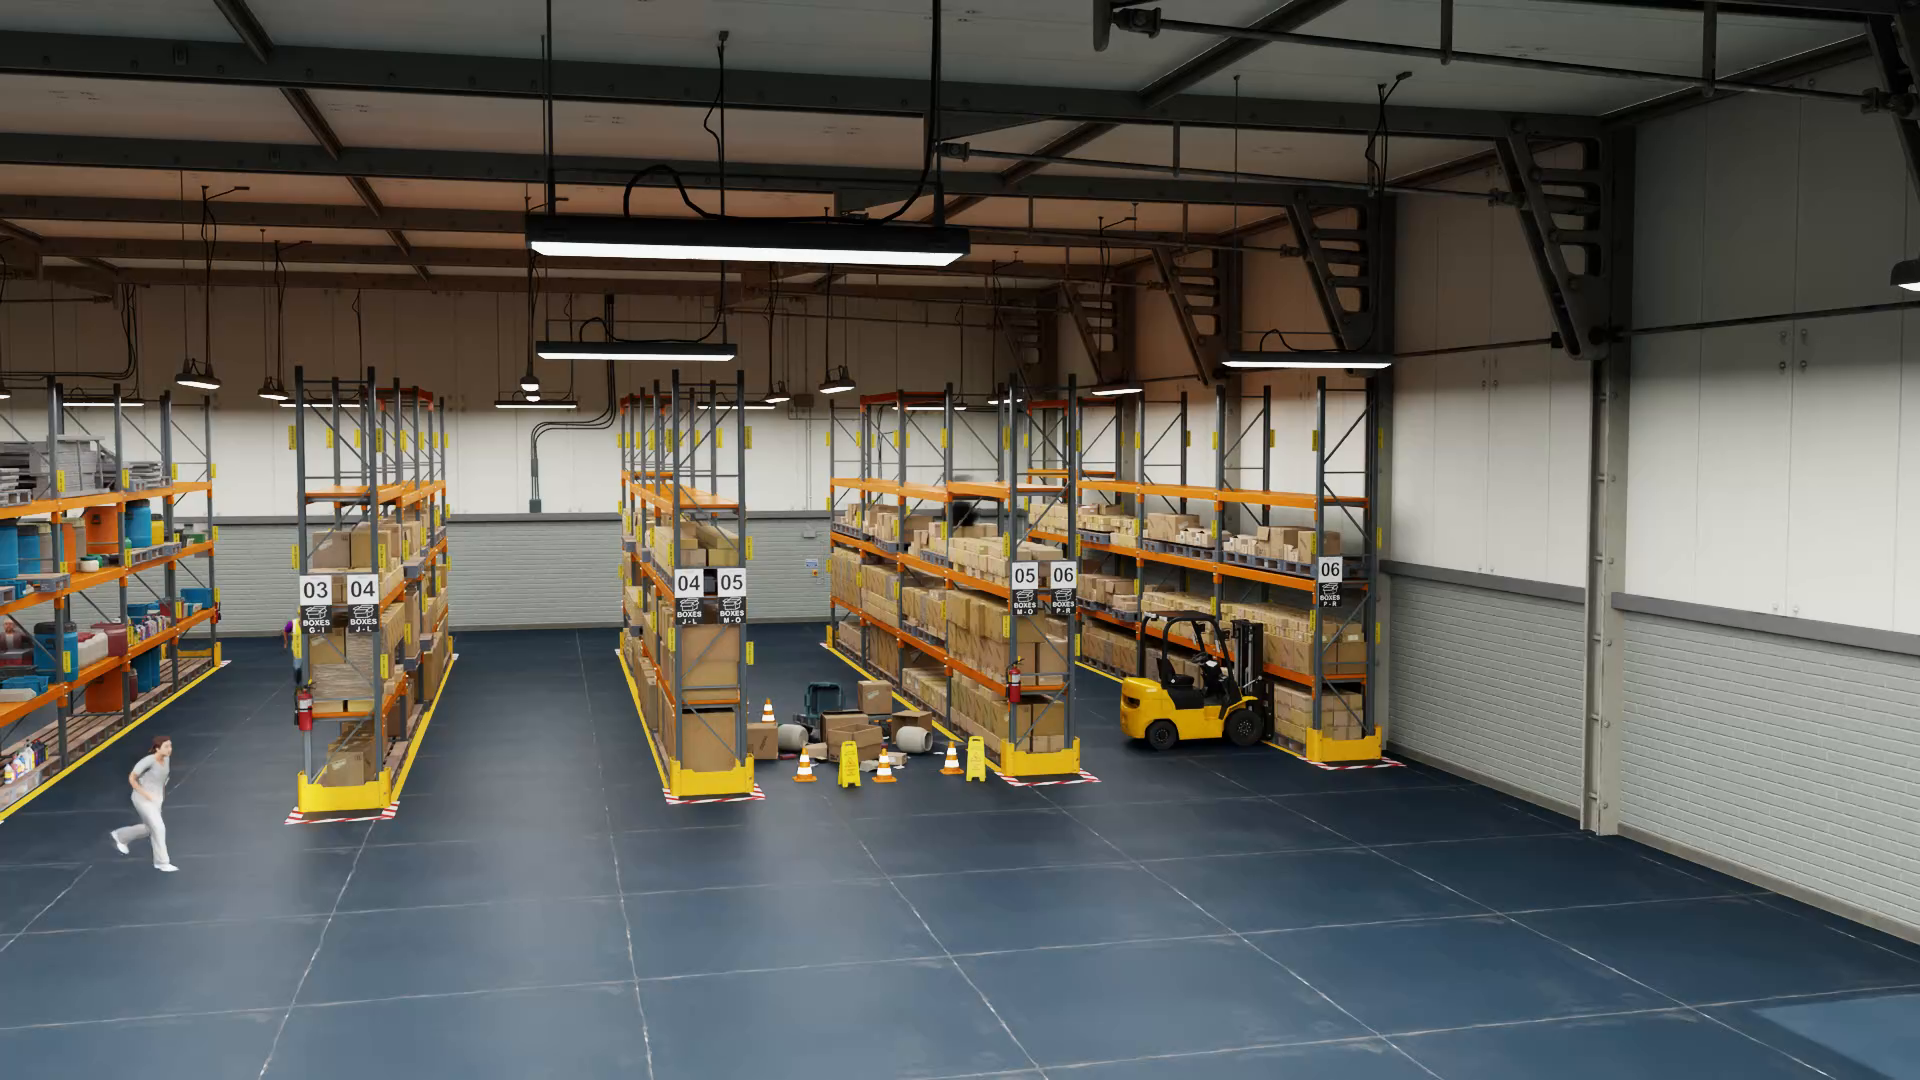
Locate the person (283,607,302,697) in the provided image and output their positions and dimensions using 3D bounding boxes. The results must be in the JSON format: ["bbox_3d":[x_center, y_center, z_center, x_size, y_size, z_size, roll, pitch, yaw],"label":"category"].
[{"bbox_3d":[-12.906,2.177,32.626,0.685,1.788,0.718,-1,4,-21],"label":"person"}]

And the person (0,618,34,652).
[{"bbox_3d":[-17.358,2.306,30.429,0.653,1.780,0.849,-1,3,-13],"label":"person"}]

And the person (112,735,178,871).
[{"bbox_3d":[-9.547,3.068,19.388,0.860,1.621,0.562,1,4,20],"label":"person"}]
